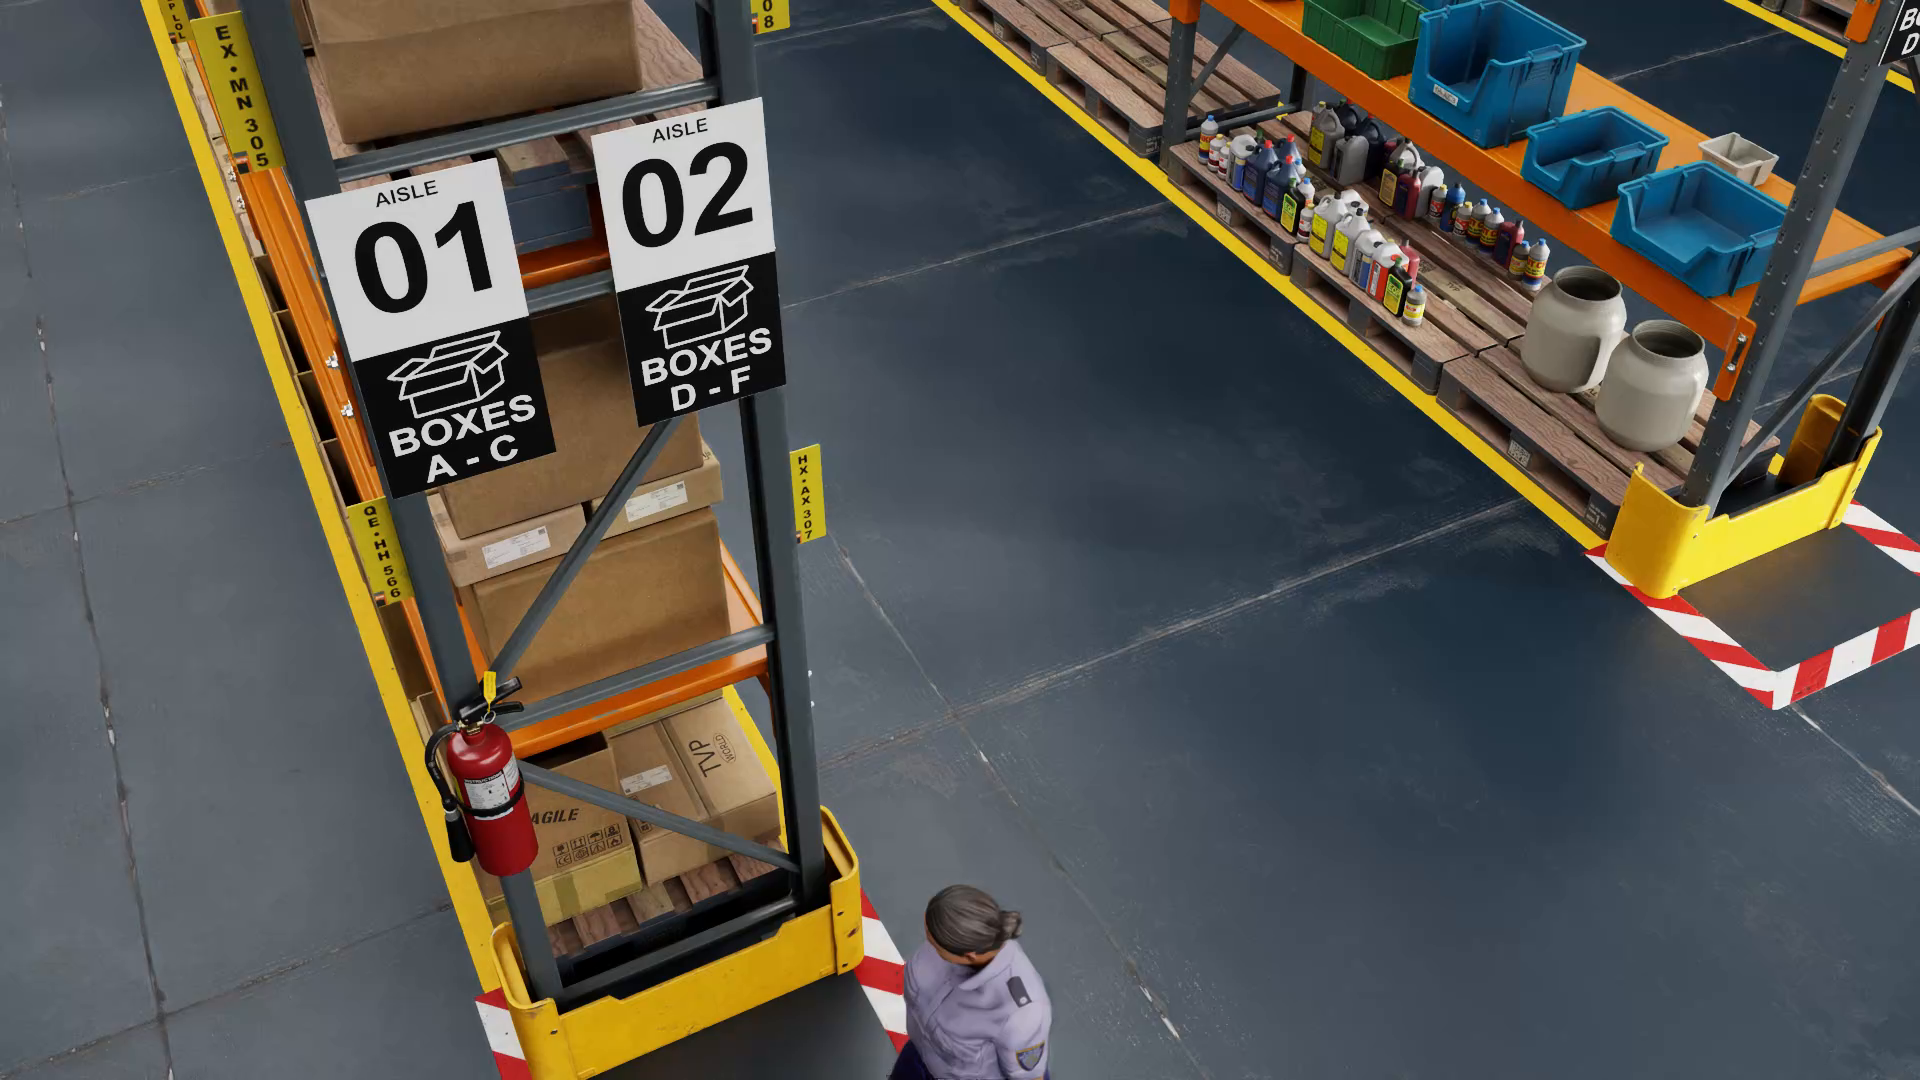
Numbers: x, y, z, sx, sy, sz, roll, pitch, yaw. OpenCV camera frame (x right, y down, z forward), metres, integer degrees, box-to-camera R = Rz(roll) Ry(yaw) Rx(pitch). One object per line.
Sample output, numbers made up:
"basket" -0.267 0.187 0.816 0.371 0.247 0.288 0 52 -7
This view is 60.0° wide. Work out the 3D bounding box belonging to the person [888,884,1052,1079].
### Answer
"person" 0.049 1.450 4.534 0.589 1.630 0.543 -20 45 -21
